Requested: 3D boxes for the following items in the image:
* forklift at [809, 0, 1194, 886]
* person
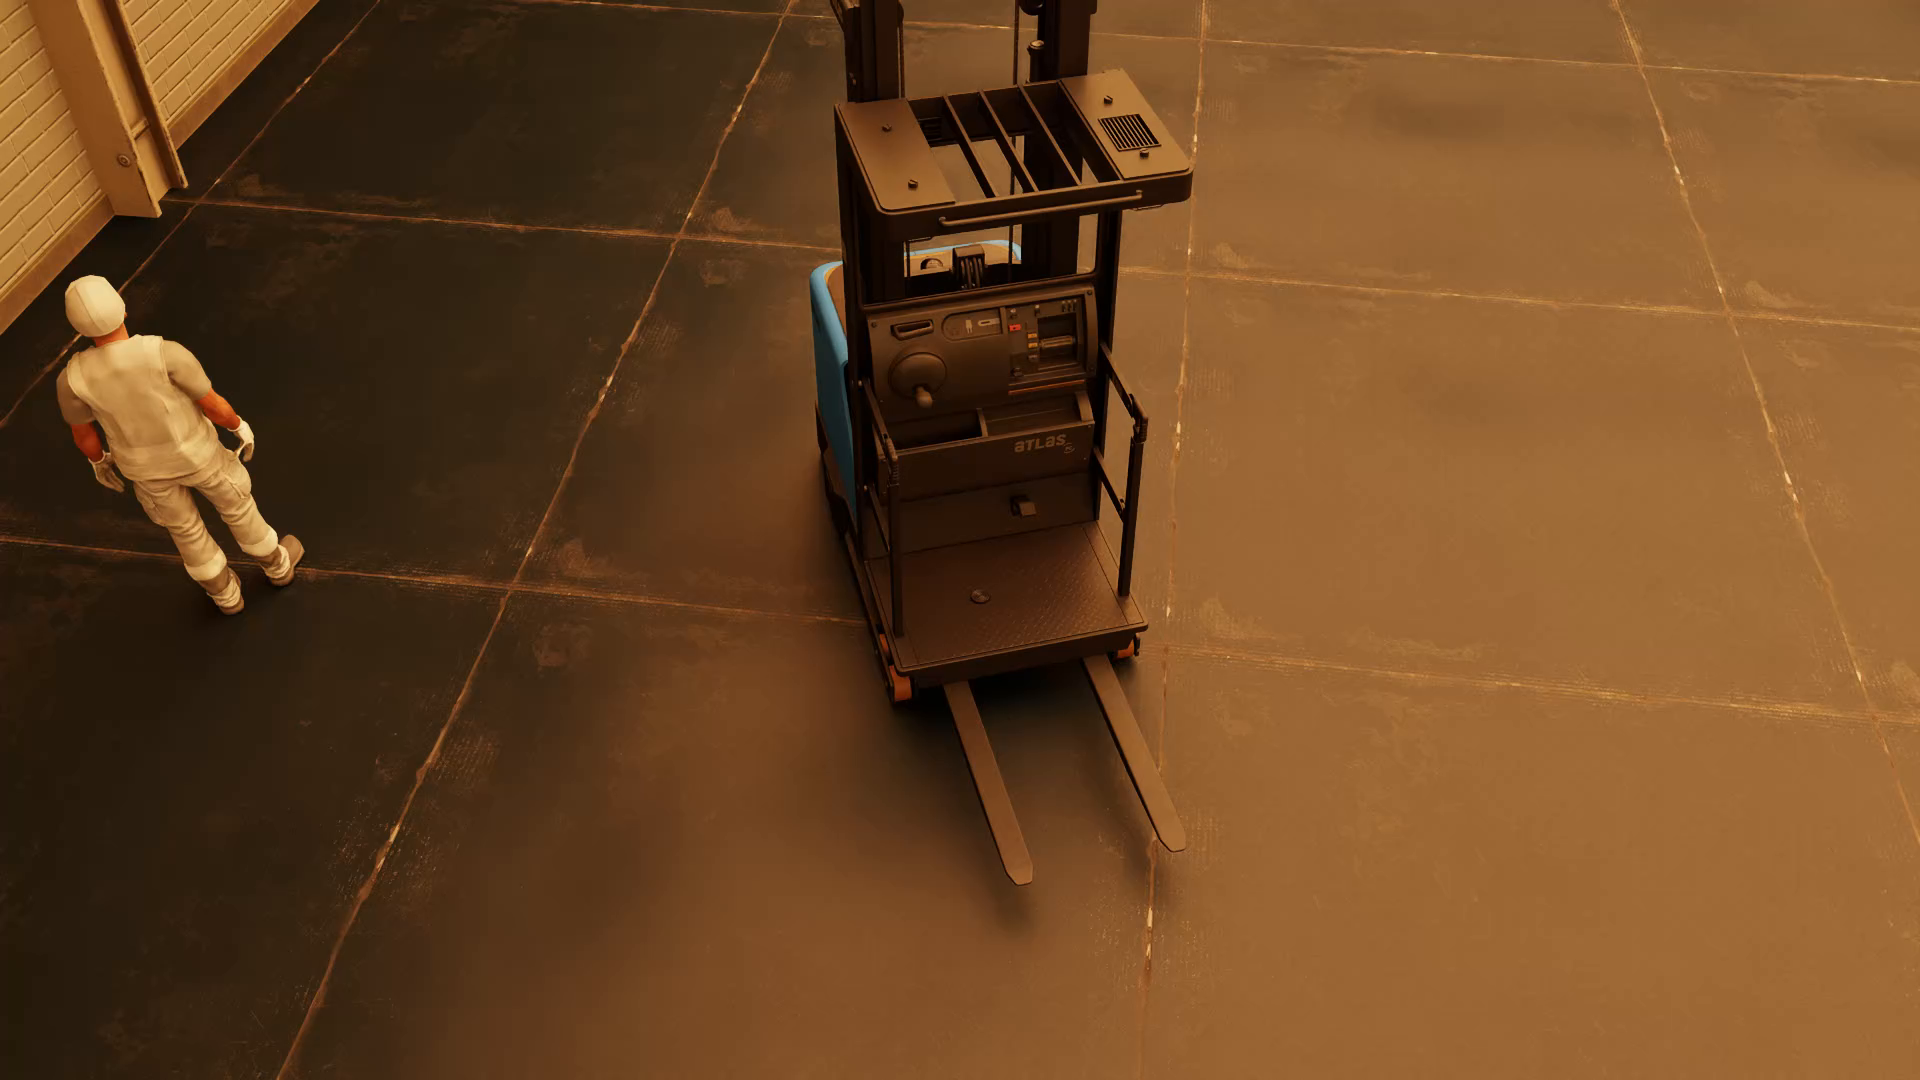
[{"bbox_3d":[0.153,-0.681,6.465,1.130,2.935,3.031,-10,44,-11],"label":"forklift"},{"bbox_3d":[-3.314,-0.410,7.004,0.638,1.790,0.563,-12,44,-13],"label":"person"}]
